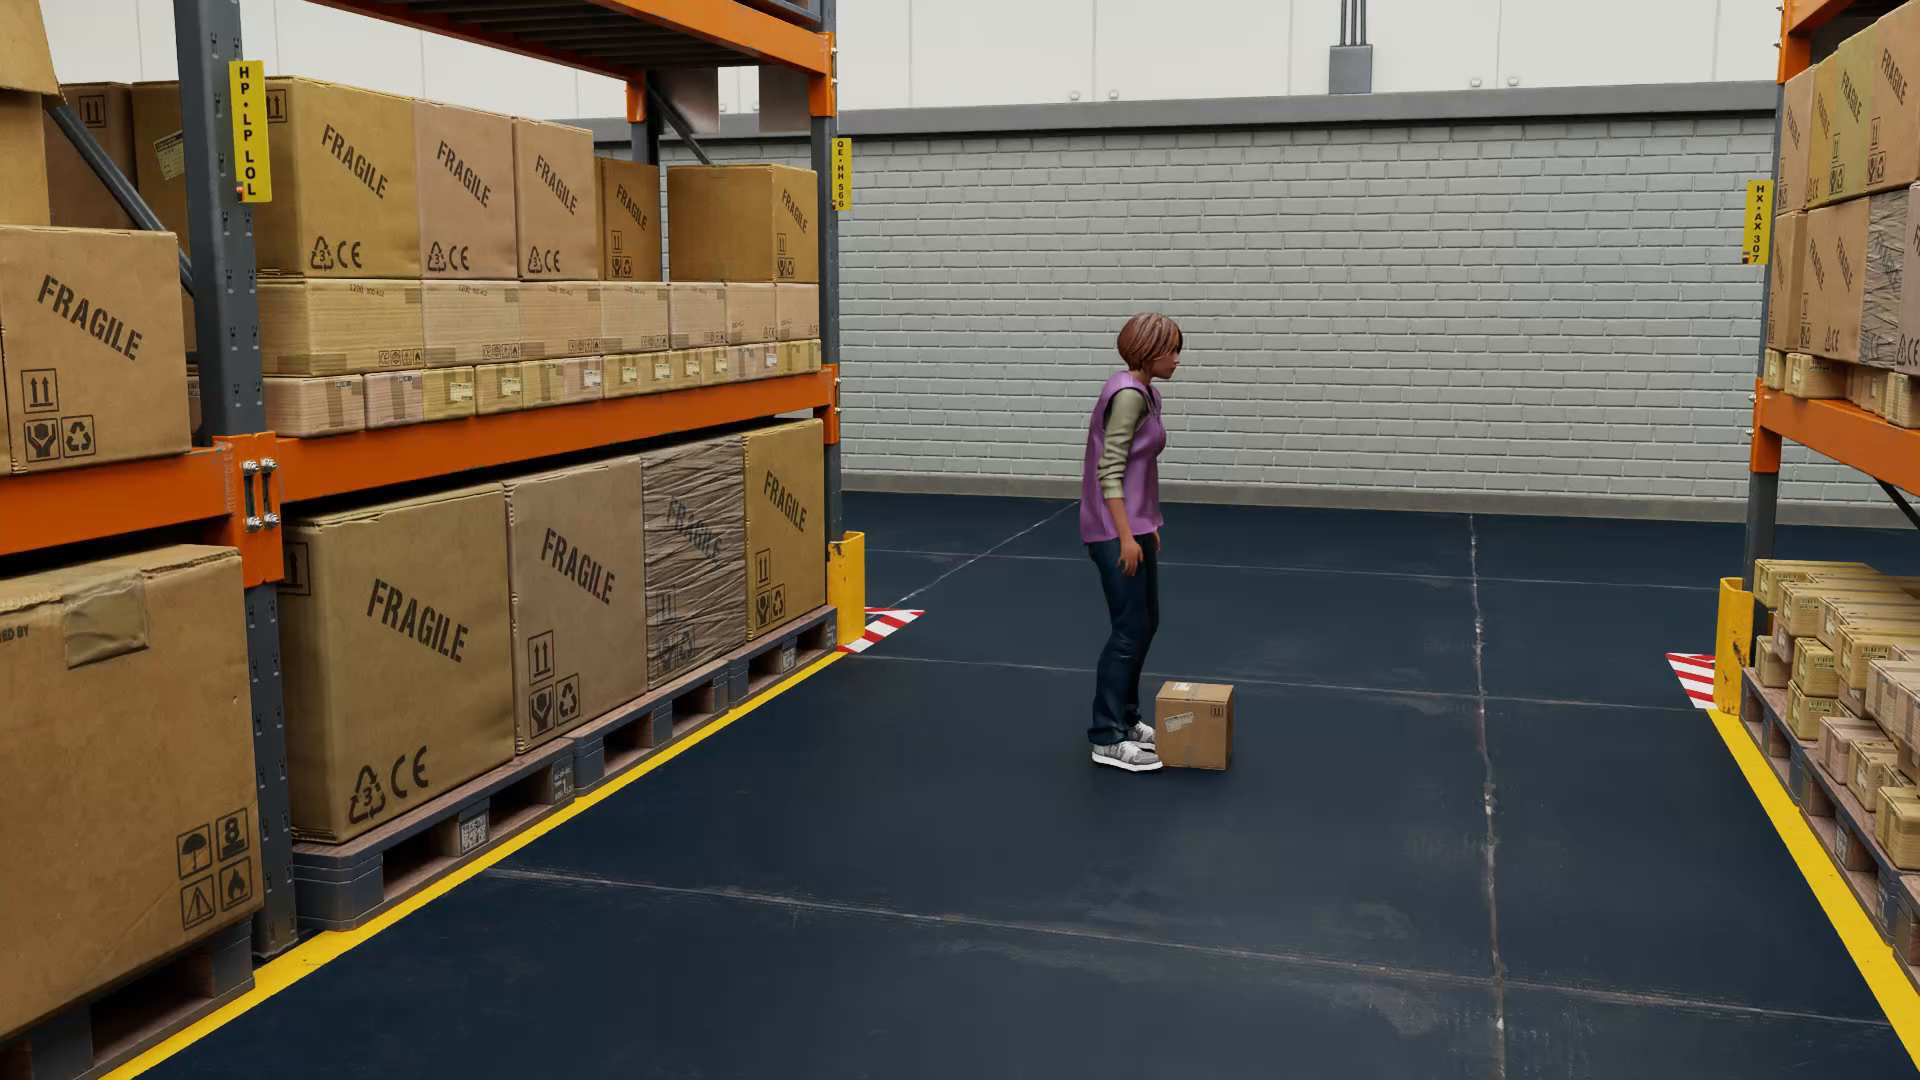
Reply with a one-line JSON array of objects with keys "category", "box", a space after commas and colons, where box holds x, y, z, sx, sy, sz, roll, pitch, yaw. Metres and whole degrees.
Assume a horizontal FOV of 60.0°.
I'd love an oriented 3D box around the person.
[{"category": "person", "box": [0.604, -0.002, 5.931, 0.343, 1.582, 0.460, 3, 9, 16]}]
